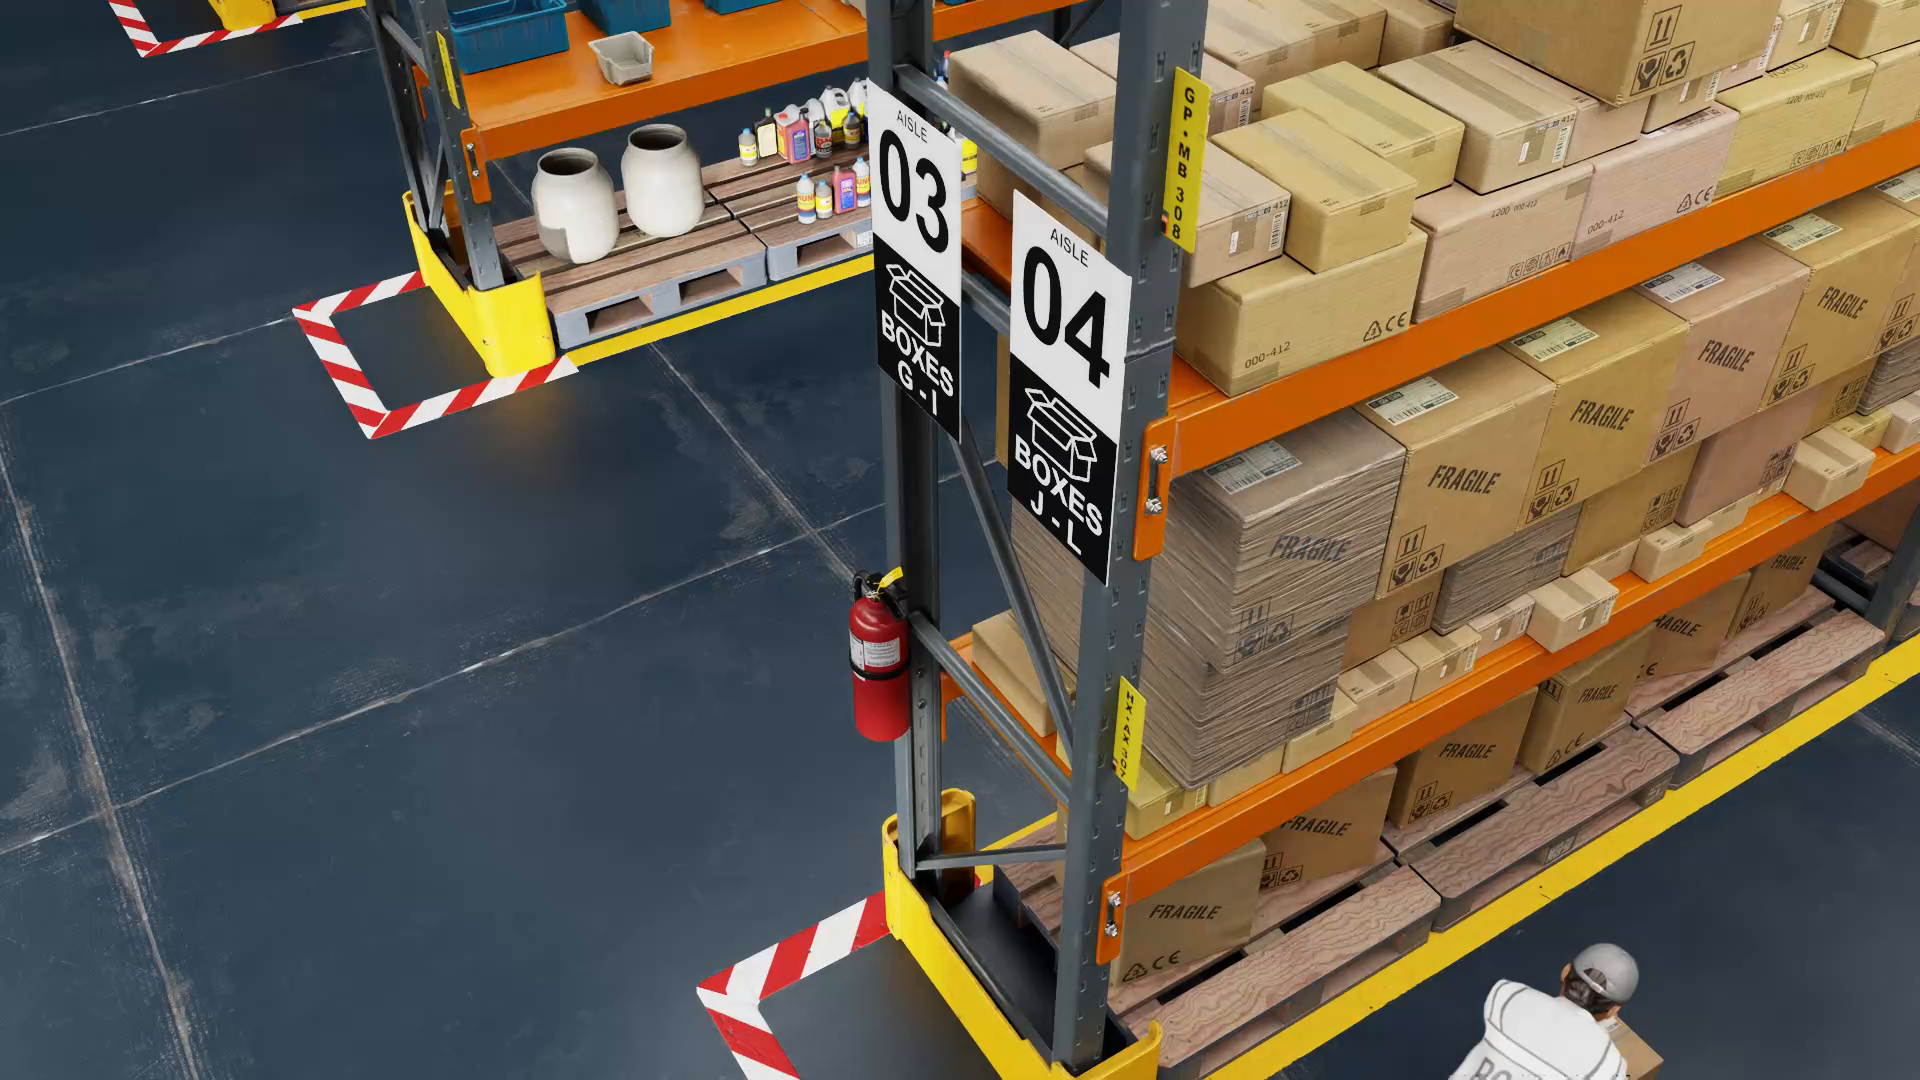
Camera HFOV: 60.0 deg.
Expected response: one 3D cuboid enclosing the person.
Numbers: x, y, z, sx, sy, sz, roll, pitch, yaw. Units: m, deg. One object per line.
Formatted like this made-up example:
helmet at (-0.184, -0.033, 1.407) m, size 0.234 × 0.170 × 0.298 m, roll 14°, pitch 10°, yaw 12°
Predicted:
person at (1.656, 1.645, 4.829) m, size 0.856 × 0.943 × 0.510 m, roll -25°, pitch 47°, yaw -26°
